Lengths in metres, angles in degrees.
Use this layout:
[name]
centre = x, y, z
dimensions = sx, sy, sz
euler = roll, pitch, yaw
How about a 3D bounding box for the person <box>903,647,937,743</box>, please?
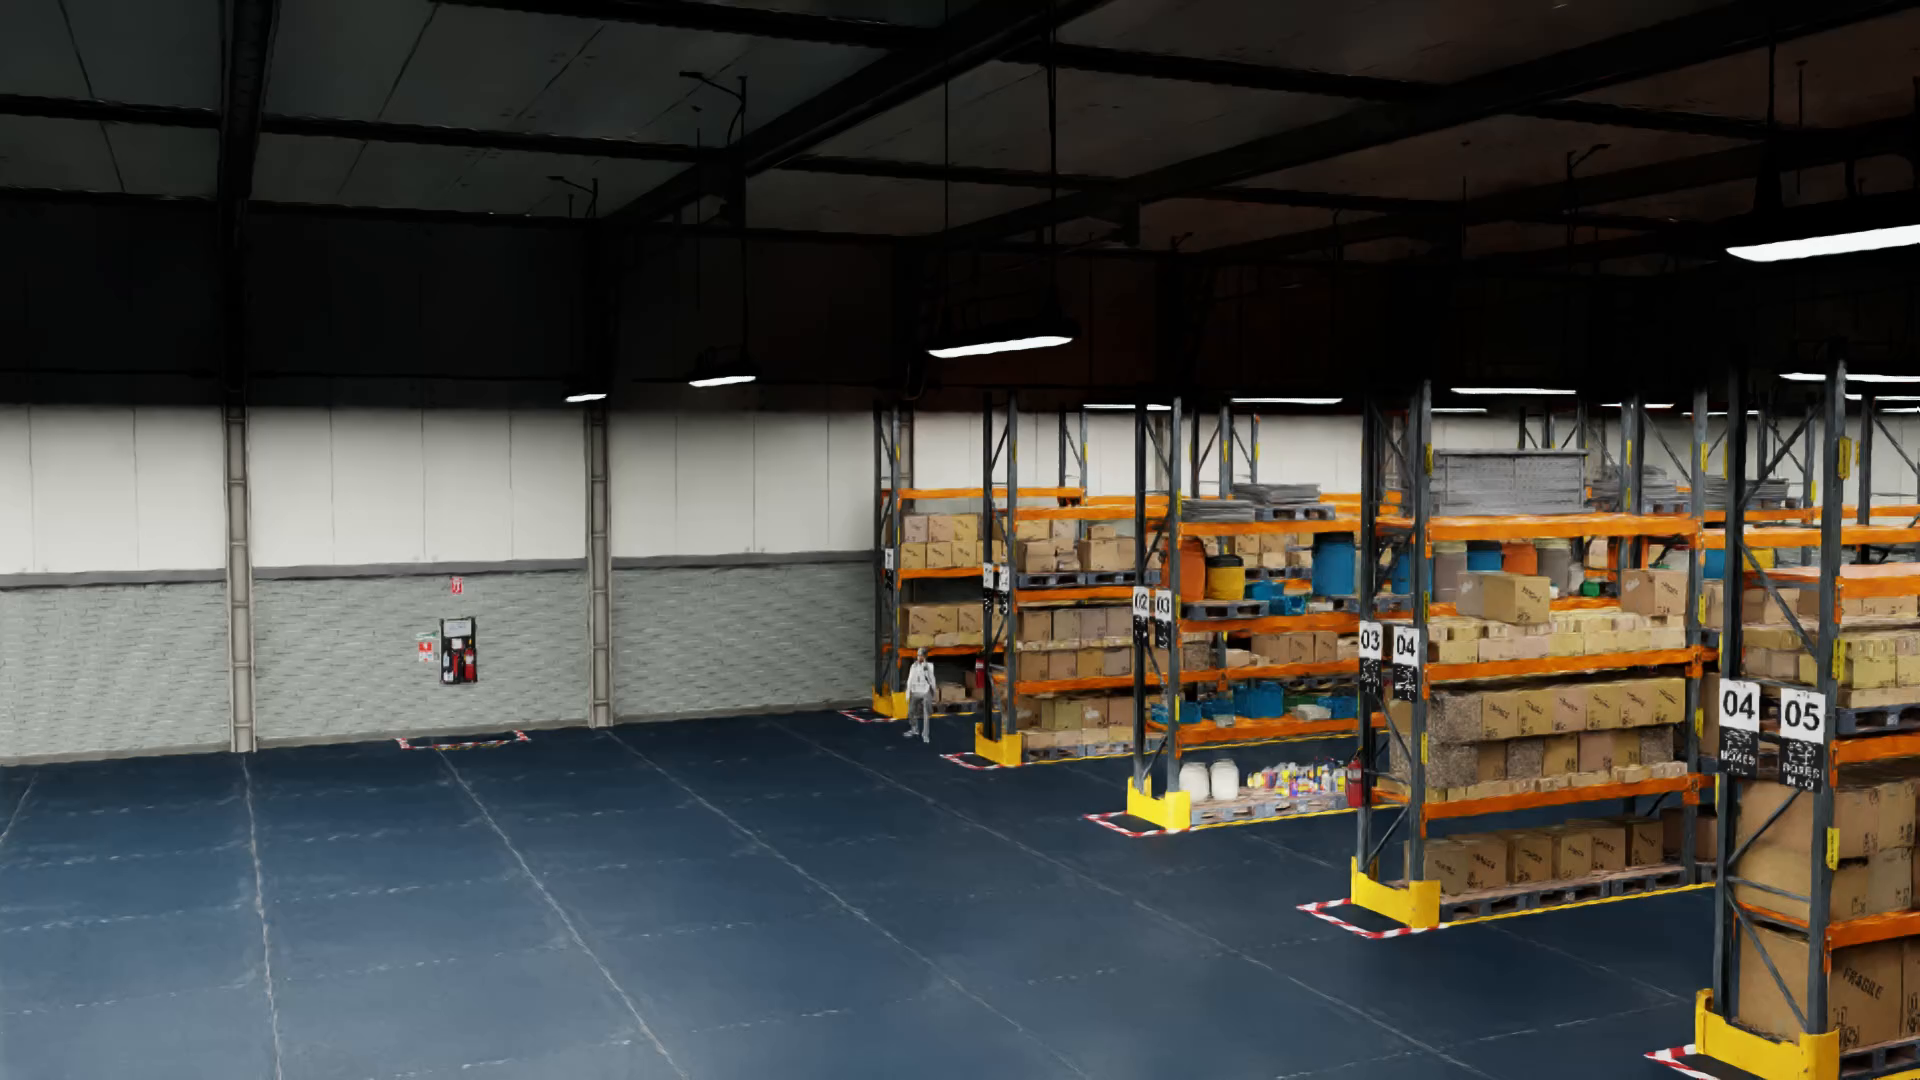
[person]
centre = -0.727, 2.661, 28.852
dimensions = 0.668, 1.664, 0.490
euler = 1, 4, 22
